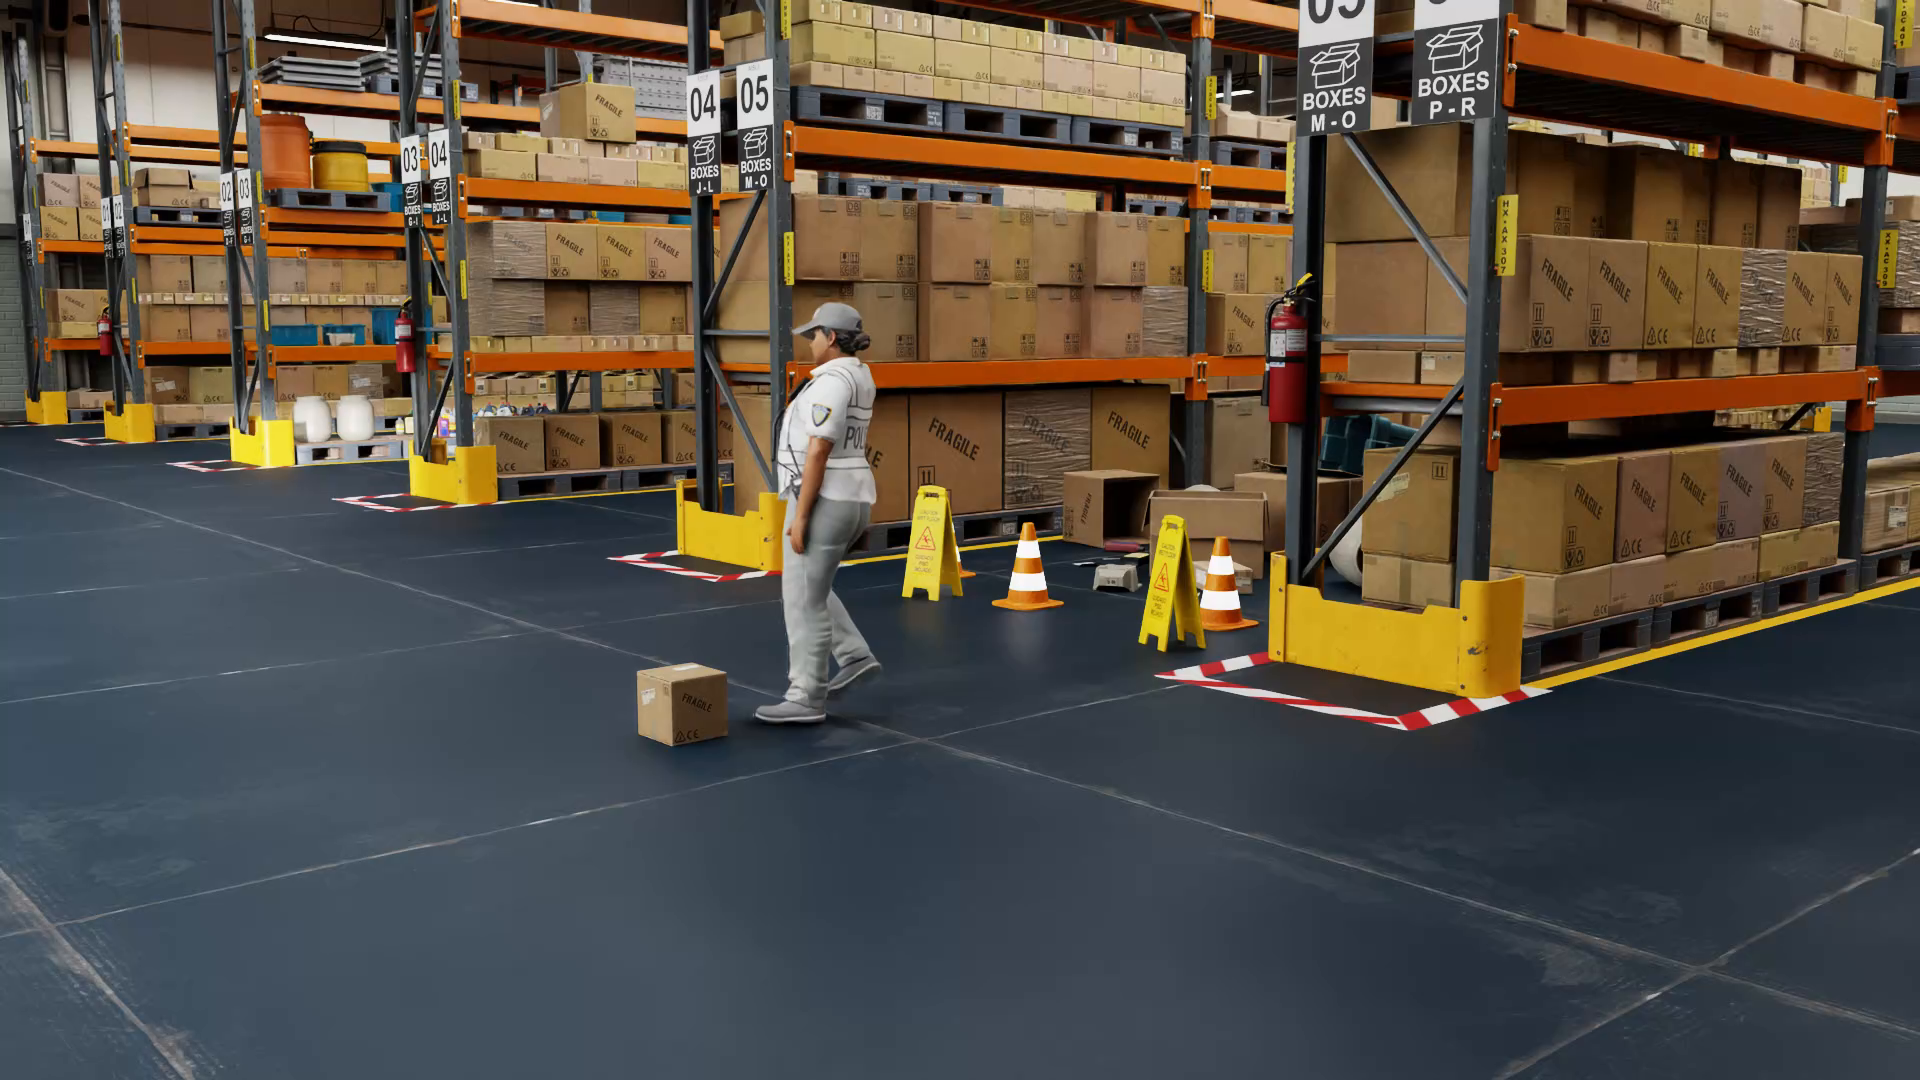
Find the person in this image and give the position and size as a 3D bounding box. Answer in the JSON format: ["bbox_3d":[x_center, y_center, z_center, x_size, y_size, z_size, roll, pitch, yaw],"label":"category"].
[{"bbox_3d":[-0.567,-0.112,6.613,0.472,1.658,0.507,2,8,12],"label":"person"}]
